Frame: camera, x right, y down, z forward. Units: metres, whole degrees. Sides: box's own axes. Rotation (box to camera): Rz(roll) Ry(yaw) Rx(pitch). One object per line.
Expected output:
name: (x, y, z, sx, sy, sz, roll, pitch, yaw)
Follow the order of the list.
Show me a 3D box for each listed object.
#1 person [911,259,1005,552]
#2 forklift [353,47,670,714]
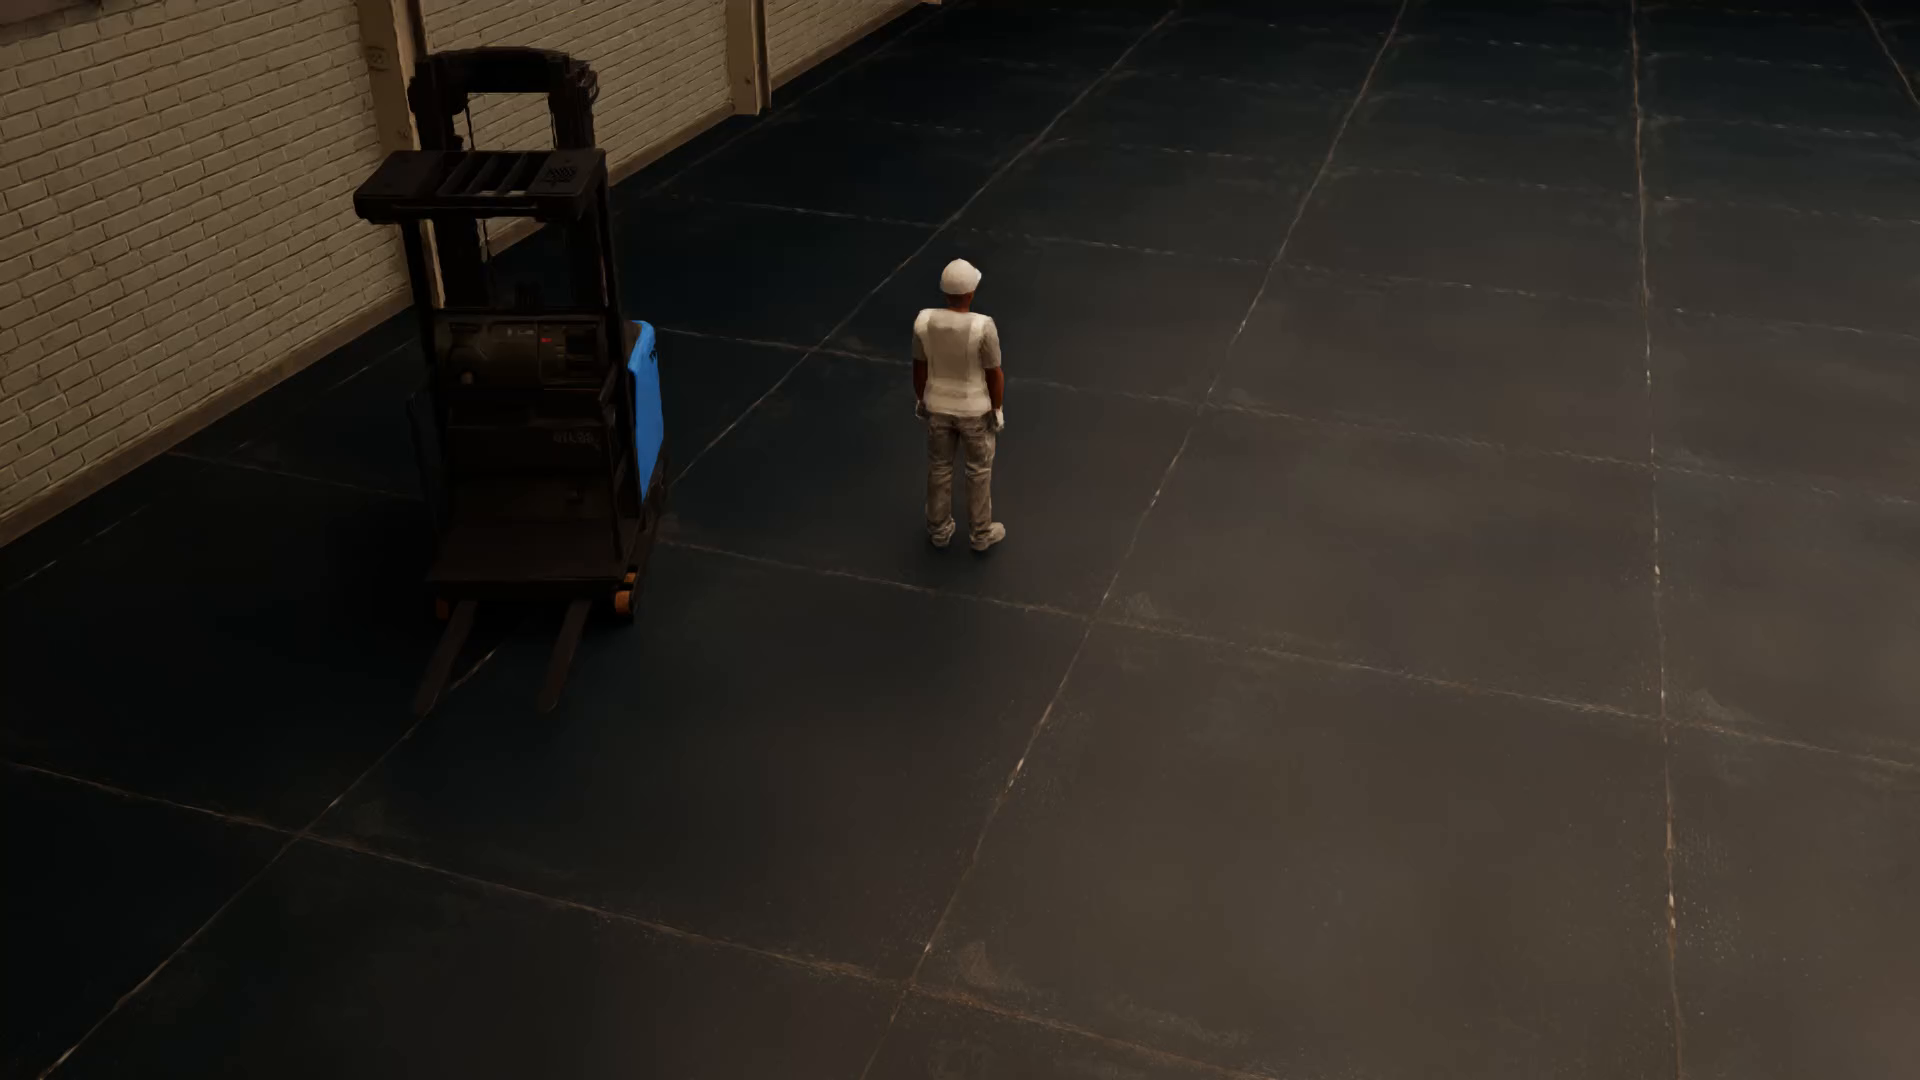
person: (0.003, -0.783, 9.665, 0.546, 1.790, 0.365, 10, 31, 16)
forklift: (-2.379, -0.982, 8.860, 1.130, 2.935, 3.031, -1, 30, -1)
